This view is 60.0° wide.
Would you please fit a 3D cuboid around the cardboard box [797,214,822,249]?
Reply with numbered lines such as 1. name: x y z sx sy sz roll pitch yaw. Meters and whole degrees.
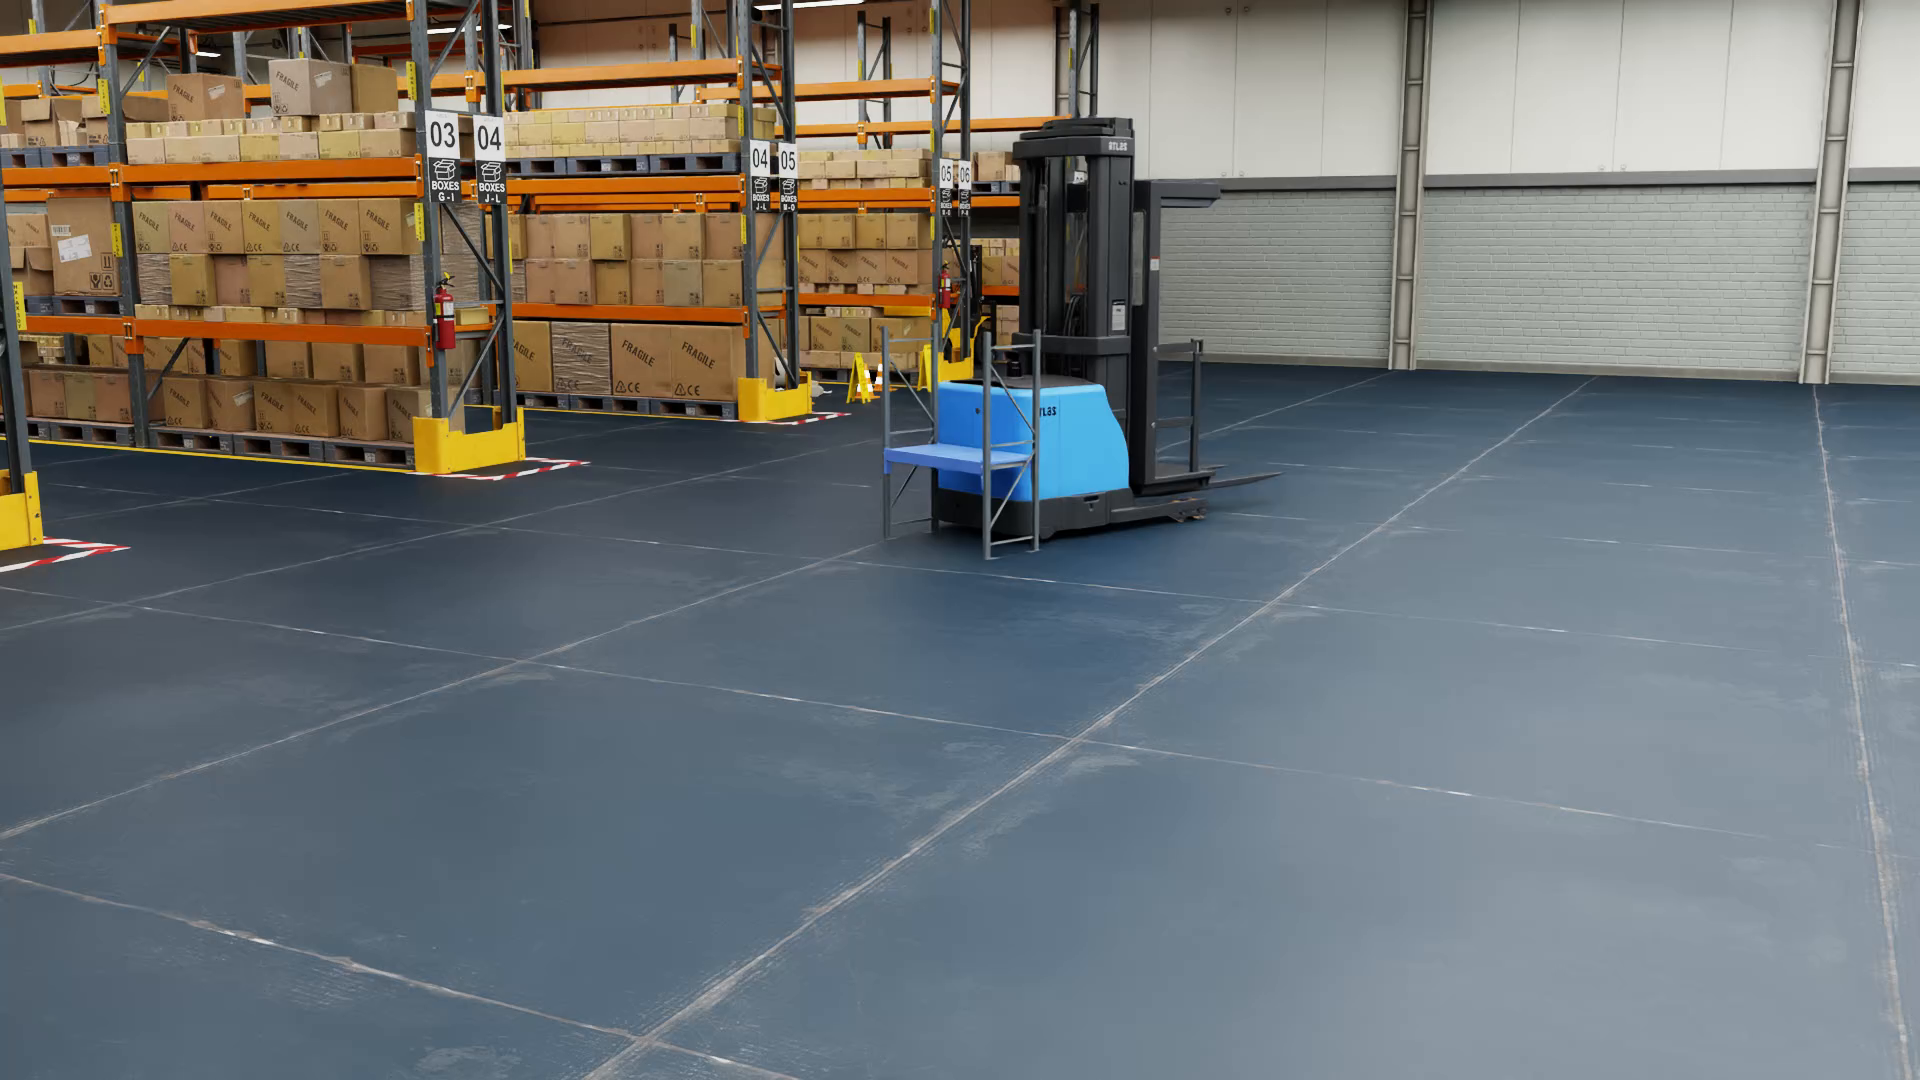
1. cardboard box: -2.016 -4.571 24.641 0.500 0.500 0.700 5 11 25

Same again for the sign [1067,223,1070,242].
1. sign: 1.818 -5.146 27.822 0.005 0.325 0.100 5 11 26

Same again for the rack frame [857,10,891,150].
1. rack frame: -1.517 -7.812 29.627 0.127 3.000 1.000 5 11 26

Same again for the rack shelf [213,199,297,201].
1. rack shelf: -12.677 -5.977 29.930 4.000 0.370 1.077 5 11 26

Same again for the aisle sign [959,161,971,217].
1. aisle sign: 0.070 -5.076 24.053 0.004 0.787 0.394 5 11 26

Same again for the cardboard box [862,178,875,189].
1. cardboard box: -1.225 -5.159 24.096 0.250 0.149 0.380 5 11 26

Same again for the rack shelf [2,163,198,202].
1. rack shelf: -9.888 -3.764 17.702 4.000 0.370 1.077 5 11 26

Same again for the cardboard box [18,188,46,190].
1. cardboard box: -13.543 -5.297 24.572 0.500 0.250 0.500 5 12 27

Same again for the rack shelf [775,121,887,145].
1. rack shelf: -3.310 -7.419 30.597 4.000 0.370 1.077 5 11 26

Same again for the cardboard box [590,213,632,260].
1. cardboard box: -4.047 -3.709 20.349 0.500 0.550 0.875 5 11 26

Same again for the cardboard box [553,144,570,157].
1. cardboard box: -4.720 -4.714 20.176 0.250 0.149 0.380 5 11 25

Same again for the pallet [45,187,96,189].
1. pallet: -12.477 -5.217 24.237 1.003 0.211 1.213 5 11 26

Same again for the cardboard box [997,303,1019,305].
1. cardboard box: 0.830 -4.039 29.356 0.500 0.250 0.500 5 11 25

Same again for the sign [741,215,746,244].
1. sign: -2.475 -3.554 19.028 0.005 0.325 0.100 5 11 26

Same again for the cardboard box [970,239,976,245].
1. cardboard box: 0.278 -5.174 28.959 0.250 0.149 0.380 5 11 27

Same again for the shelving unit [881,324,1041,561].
1. shelving unit: -0.003 -0.698 11.374 0.538 1.500 1.048 -9 14 -42

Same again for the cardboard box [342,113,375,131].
1. cardboard box: -5.370 -3.783 15.088 0.250 0.149 0.380 4 11 23

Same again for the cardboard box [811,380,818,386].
1. cardboard box: -2.191 -2.130 23.079 0.380 0.149 0.250 -7 12 -33

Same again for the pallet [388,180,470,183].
1. pallet: -6.653 -4.715 21.473 1.217 0.209 0.805 5 11 24

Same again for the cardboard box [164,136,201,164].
1. cardboard box: -7.327 -3.769 16.133 0.500 0.250 0.500 5 11 25

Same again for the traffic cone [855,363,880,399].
1. traffic cone: -1.265 -2.127 22.185 0.334 0.463 0.336 5 11 26

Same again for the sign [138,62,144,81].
1. sign: -14.722 -8.414 29.885 0.005 0.325 0.100 5 11 26

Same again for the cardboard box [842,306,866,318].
1. cardboard box: -1.539 -3.354 24.452 0.250 0.149 0.380 5 12 27

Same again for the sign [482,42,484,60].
1. sign: -7.539 -7.783 26.398 0.005 0.325 0.100 5 11 26

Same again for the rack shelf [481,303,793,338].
1. rack shelf: -4.016 -2.757 20.560 4.000 0.370 1.077 5 11 26

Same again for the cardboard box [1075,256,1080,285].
1. cardboard box: 1.749 -4.677 28.871 0.500 0.500 0.500 5 12 28

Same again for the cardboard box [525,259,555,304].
1. cardboard box: -4.970 -3.275 20.984 0.550 0.550 0.875 5 11 26

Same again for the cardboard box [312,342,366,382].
1. cardboard box: -8.104 -2.553 22.549 0.750 0.750 1.050 5 11 27

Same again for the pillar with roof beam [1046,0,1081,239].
1. pillar with roof beam: -0.060 -7.008 25.185 0.548 9.000 9.100 5 11 26

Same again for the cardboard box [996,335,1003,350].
1. cardboard box: 0.623 -3.467 29.003 0.500 0.250 0.500 5 11 26

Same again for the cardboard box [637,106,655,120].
1. cardboard box: -3.584 -5.006 19.553 0.250 0.149 0.380 5 11 26

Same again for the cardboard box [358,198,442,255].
1. cardboard box: -5.110 -2.861 15.190 0.500 0.500 0.500 5 11 26

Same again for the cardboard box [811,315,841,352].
1. cardboard box: -1.875 -3.077 24.747 0.500 0.500 0.500 5 11 24

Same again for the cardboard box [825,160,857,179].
1. cardboard box: -1.618 -5.378 24.184 0.500 0.250 0.500 5 12 27

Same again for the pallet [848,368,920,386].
1. pallet: -0.903 -2.455 24.704 1.213 0.211 1.003 5 11 26

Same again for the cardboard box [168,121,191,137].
1. cardboard box: -7.436 -3.973 16.138 0.250 0.149 0.380 5 11 26

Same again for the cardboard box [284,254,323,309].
1. cardboard box: -5.919 -2.479 15.889 0.500 0.500 0.875 5 11 26

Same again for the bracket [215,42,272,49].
1. bracket: -17.332 -11.082 37.584 5.218 0.066 0.076 5 11 26

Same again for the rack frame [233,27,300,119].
1. rack frame: -9.396 -6.536 22.574 0.127 3.000 1.000 5 11 26

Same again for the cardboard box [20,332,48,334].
1. cardboard box: -14.387 -3.157 25.908 0.250 0.149 0.380 5 11 23

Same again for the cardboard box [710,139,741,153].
1. cardboard box: -2.670 -4.534 19.180 0.250 0.149 0.380 5 11 26

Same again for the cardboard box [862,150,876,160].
1. cardboard box: -1.212 -5.548 24.006 0.250 0.149 0.380 5 11 26

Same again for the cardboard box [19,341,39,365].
1. cardboard box: -10.587 -2.067 18.405 0.500 0.250 0.500 7 12 32

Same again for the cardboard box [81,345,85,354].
1. cardboard box: -13.434 -2.934 25.511 0.250 0.149 0.380 5 11 26

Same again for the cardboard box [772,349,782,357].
1. cardboard box: -2.816 -2.791 25.269 0.500 0.250 0.500 6 12 29

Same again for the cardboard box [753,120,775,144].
1. cardboard box: -2.541 -4.837 19.736 0.500 0.250 0.500 5 11 26

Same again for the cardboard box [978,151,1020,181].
1. cardboard box: 0.692 -6.419 28.609 0.500 0.500 0.700 5 11 26

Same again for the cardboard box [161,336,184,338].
1. cardboard box: -11.032 -3.022 23.739 0.500 0.250 0.500 5 12 27

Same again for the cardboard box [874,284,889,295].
1. cardboard box: -1.049 -3.649 24.177 0.250 0.149 0.380 5 11 25

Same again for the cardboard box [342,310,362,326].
1. cardboard box: -5.542 -2.088 15.552 0.250 0.149 0.380 5 11 26

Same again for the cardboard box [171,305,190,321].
1. cardboard box: -7.580 -2.259 16.493 0.250 0.149 0.380 5 11 26

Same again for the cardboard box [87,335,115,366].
1. cardboard box: -12.438 -2.775 24.480 0.500 0.500 0.500 6 12 28

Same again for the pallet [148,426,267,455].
1. pallet: -7.476 -1.065 17.021 1.213 0.211 1.003 5 11 26

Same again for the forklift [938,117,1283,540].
1. forklift: 1.243 -1.637 12.546 3.031 2.935 1.130 -8 13 -39

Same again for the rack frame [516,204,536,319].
1. rack frame: -7.297 -4.382 27.521 0.127 3.000 1.000 5 11 26
